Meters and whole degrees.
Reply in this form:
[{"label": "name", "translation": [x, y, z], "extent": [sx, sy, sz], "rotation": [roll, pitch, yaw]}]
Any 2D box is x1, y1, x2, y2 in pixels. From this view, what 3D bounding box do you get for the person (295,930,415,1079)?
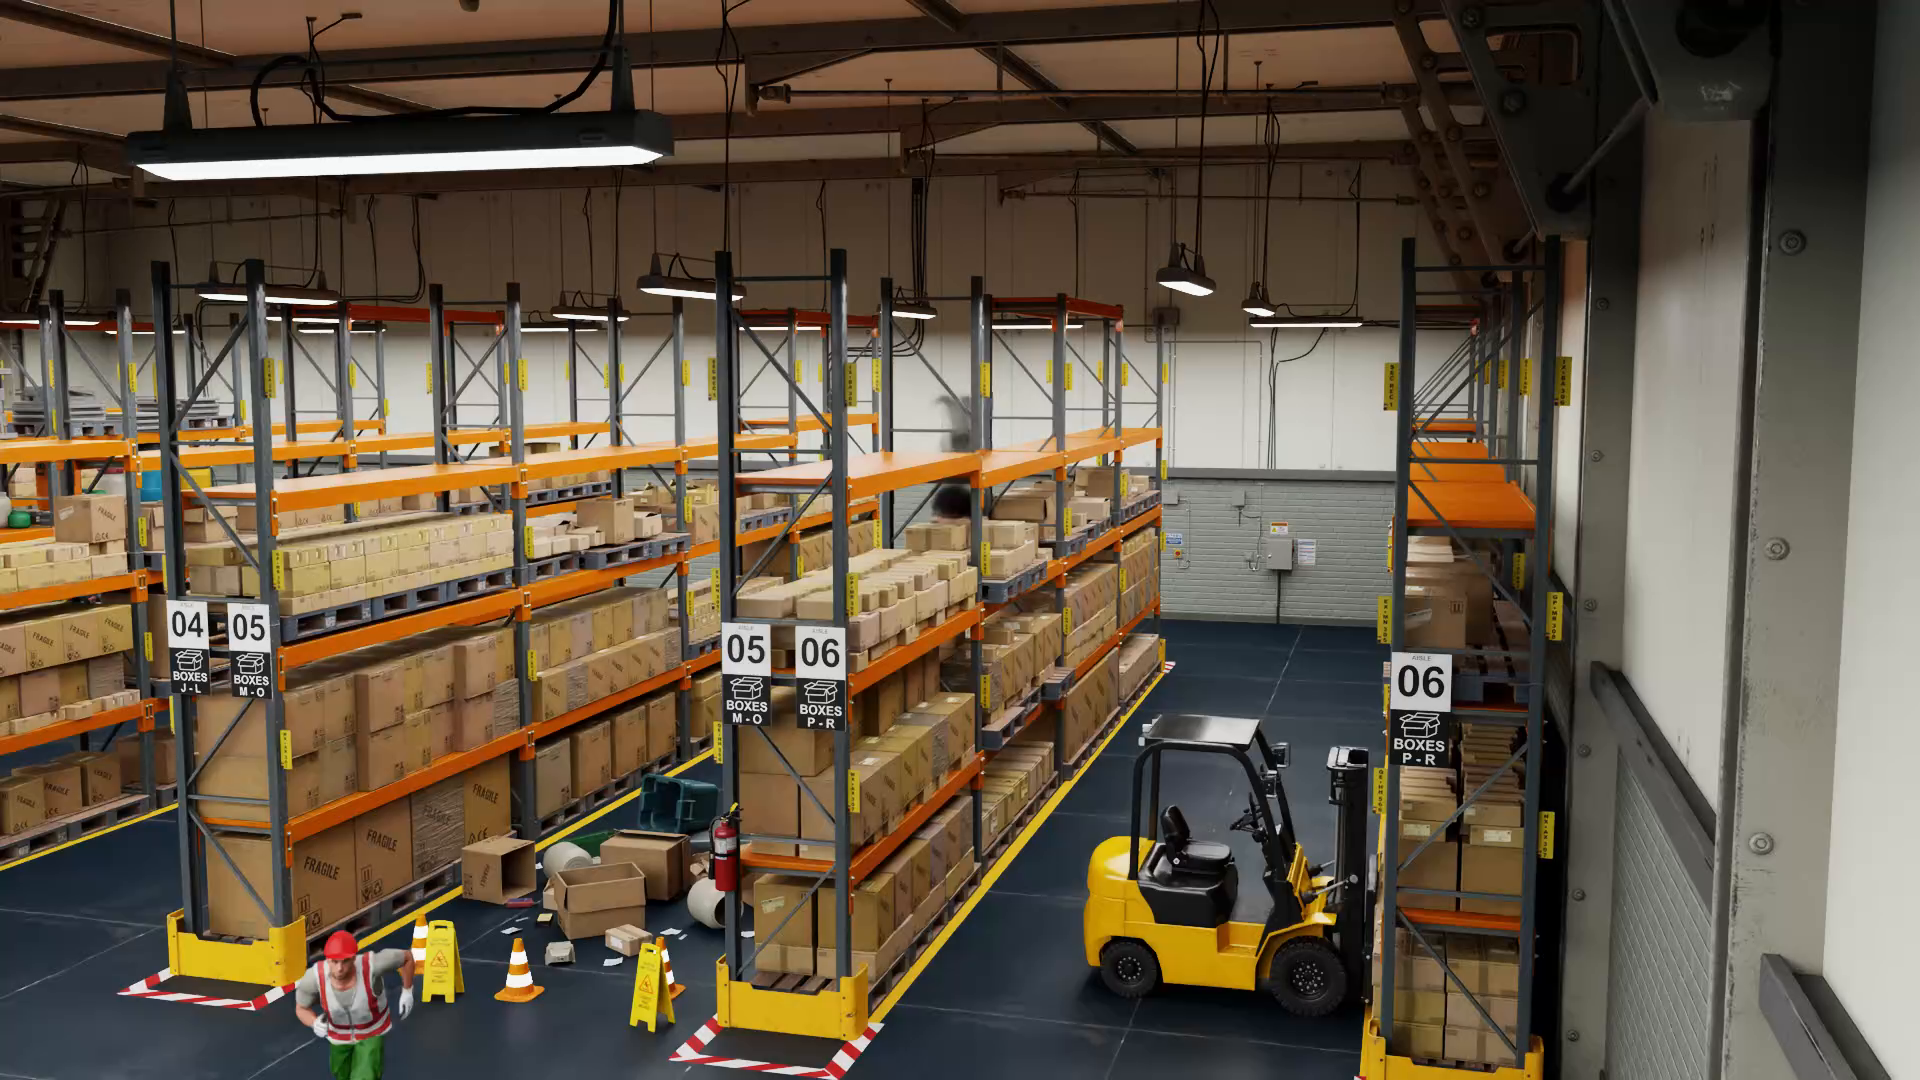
[{"label": "person", "translation": [-3.855, 3.234, 10.685], "extent": [0.705, 1.713, 1.007], "rotation": [-1, 6, -9]}]
